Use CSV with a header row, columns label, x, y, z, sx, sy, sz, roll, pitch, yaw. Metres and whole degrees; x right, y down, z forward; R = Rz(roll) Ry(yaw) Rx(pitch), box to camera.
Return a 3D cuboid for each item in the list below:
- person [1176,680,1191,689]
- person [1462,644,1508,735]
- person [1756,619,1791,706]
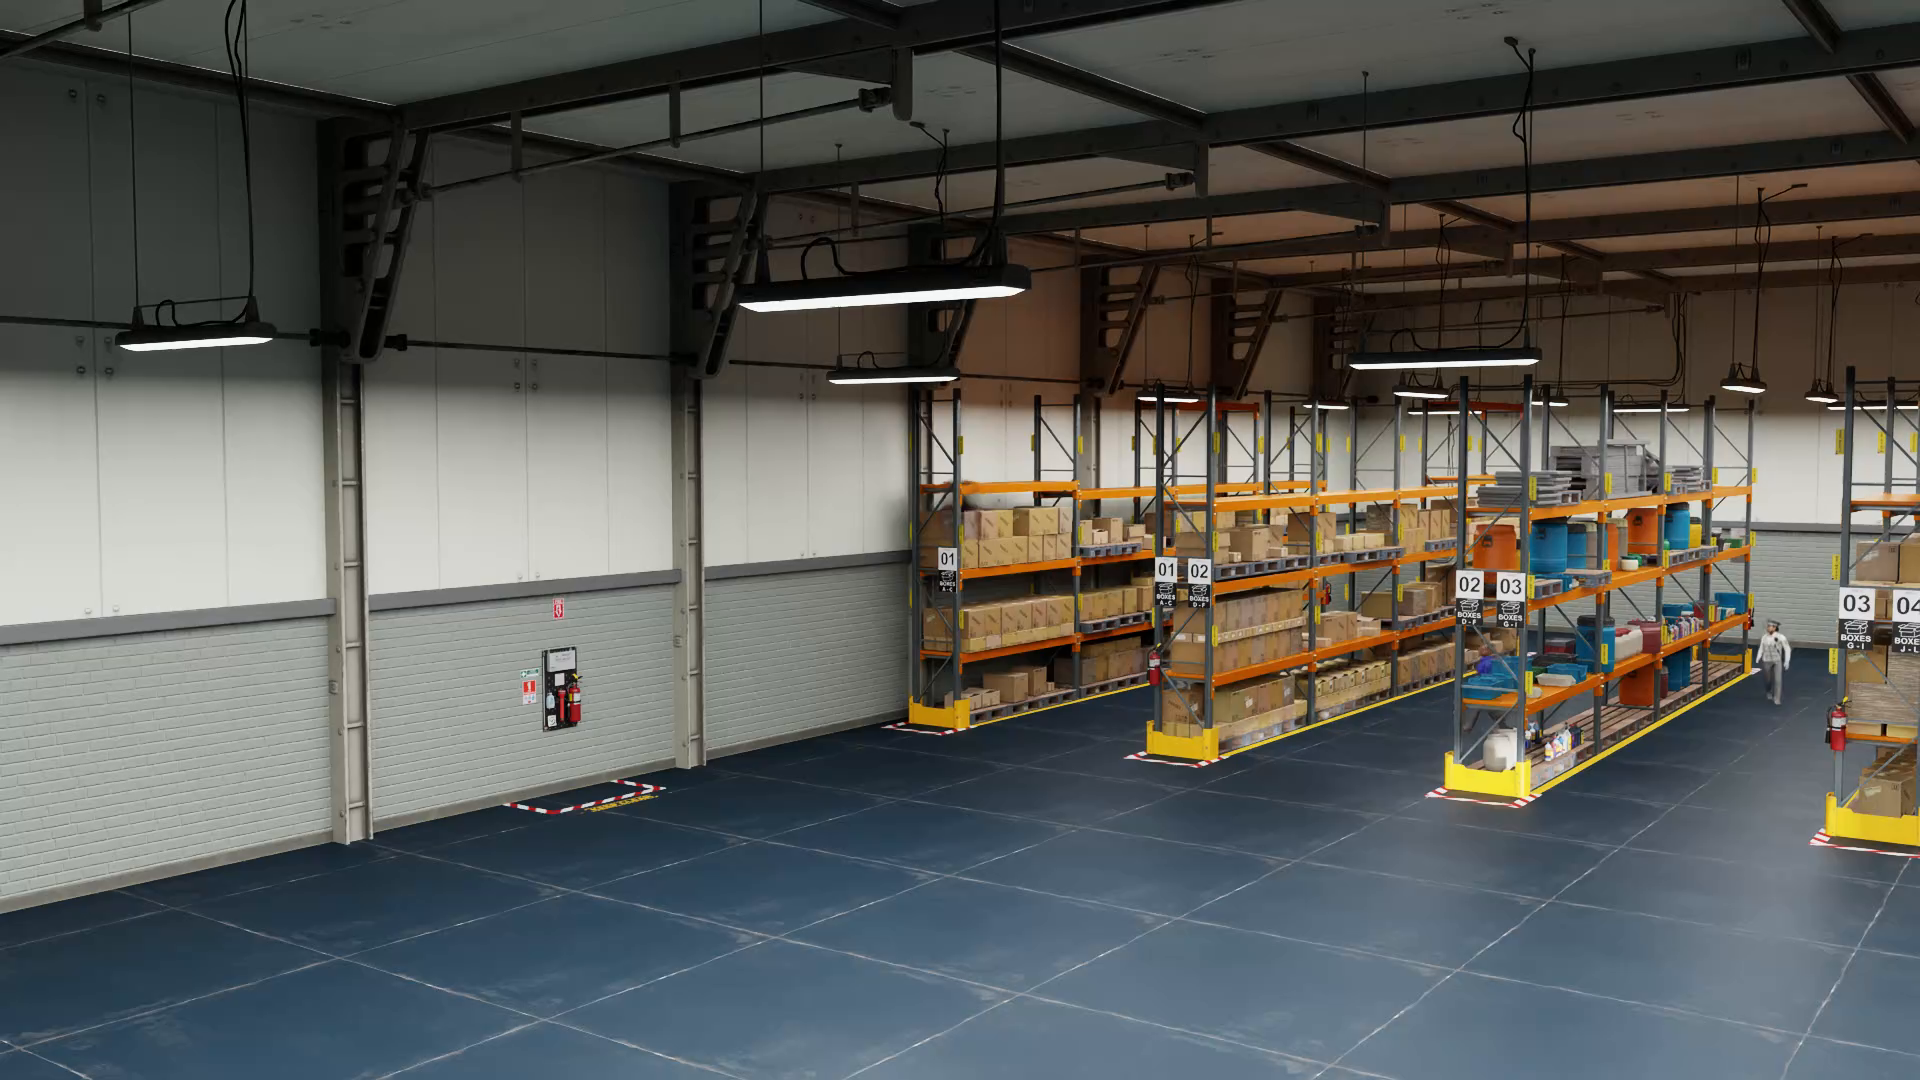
label,x,y,z,sx,sy,sz,roll,pitch,yaw
person,4.209,2.374,31.326,0.376,1.683,0.515,2,4,34
person,8.975,2.561,28.504,0.975,1.582,0.461,-1,3,-9
person,15.748,2.350,32.183,0.592,1.648,0.926,2,4,28
